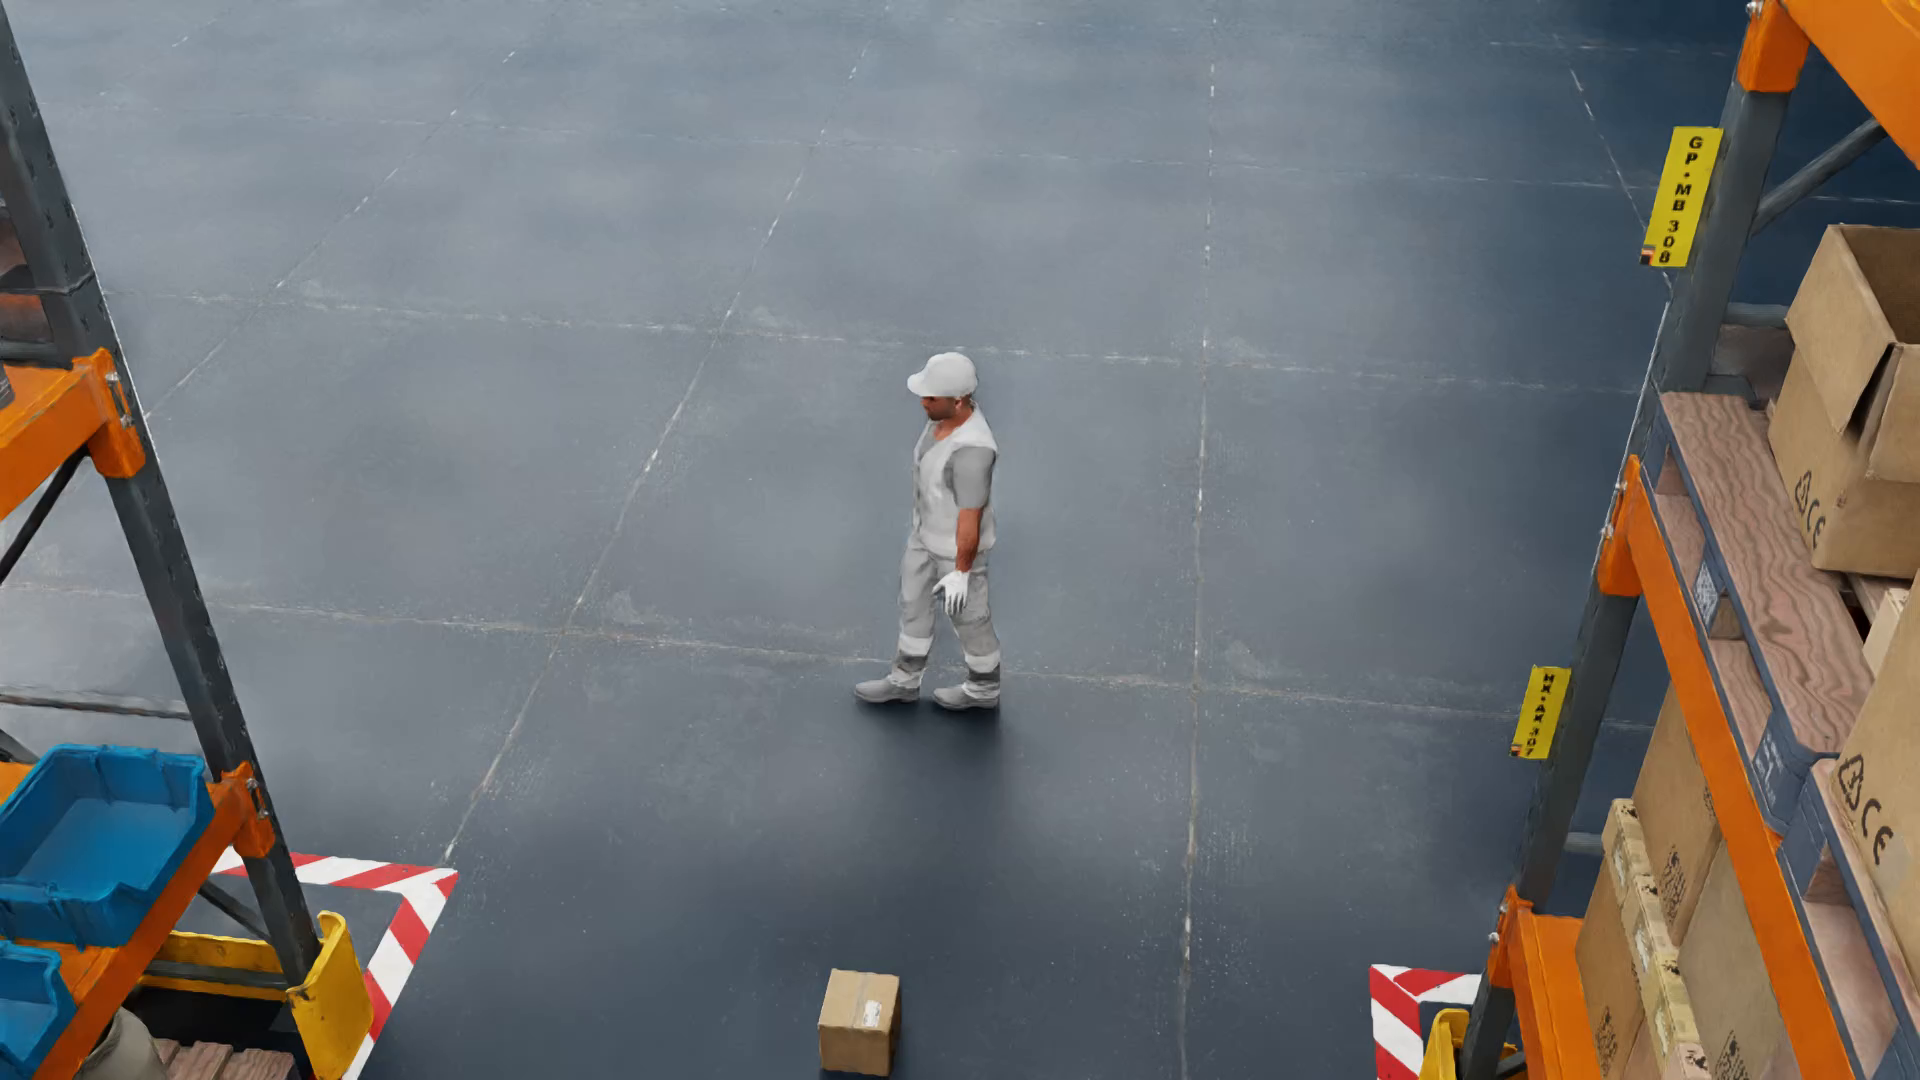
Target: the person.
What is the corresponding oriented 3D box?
[{"bbox_3d":[-0.139,0.017,6.980,0.614,1.786,0.664,-13,38,-18],"label":"person"}]
